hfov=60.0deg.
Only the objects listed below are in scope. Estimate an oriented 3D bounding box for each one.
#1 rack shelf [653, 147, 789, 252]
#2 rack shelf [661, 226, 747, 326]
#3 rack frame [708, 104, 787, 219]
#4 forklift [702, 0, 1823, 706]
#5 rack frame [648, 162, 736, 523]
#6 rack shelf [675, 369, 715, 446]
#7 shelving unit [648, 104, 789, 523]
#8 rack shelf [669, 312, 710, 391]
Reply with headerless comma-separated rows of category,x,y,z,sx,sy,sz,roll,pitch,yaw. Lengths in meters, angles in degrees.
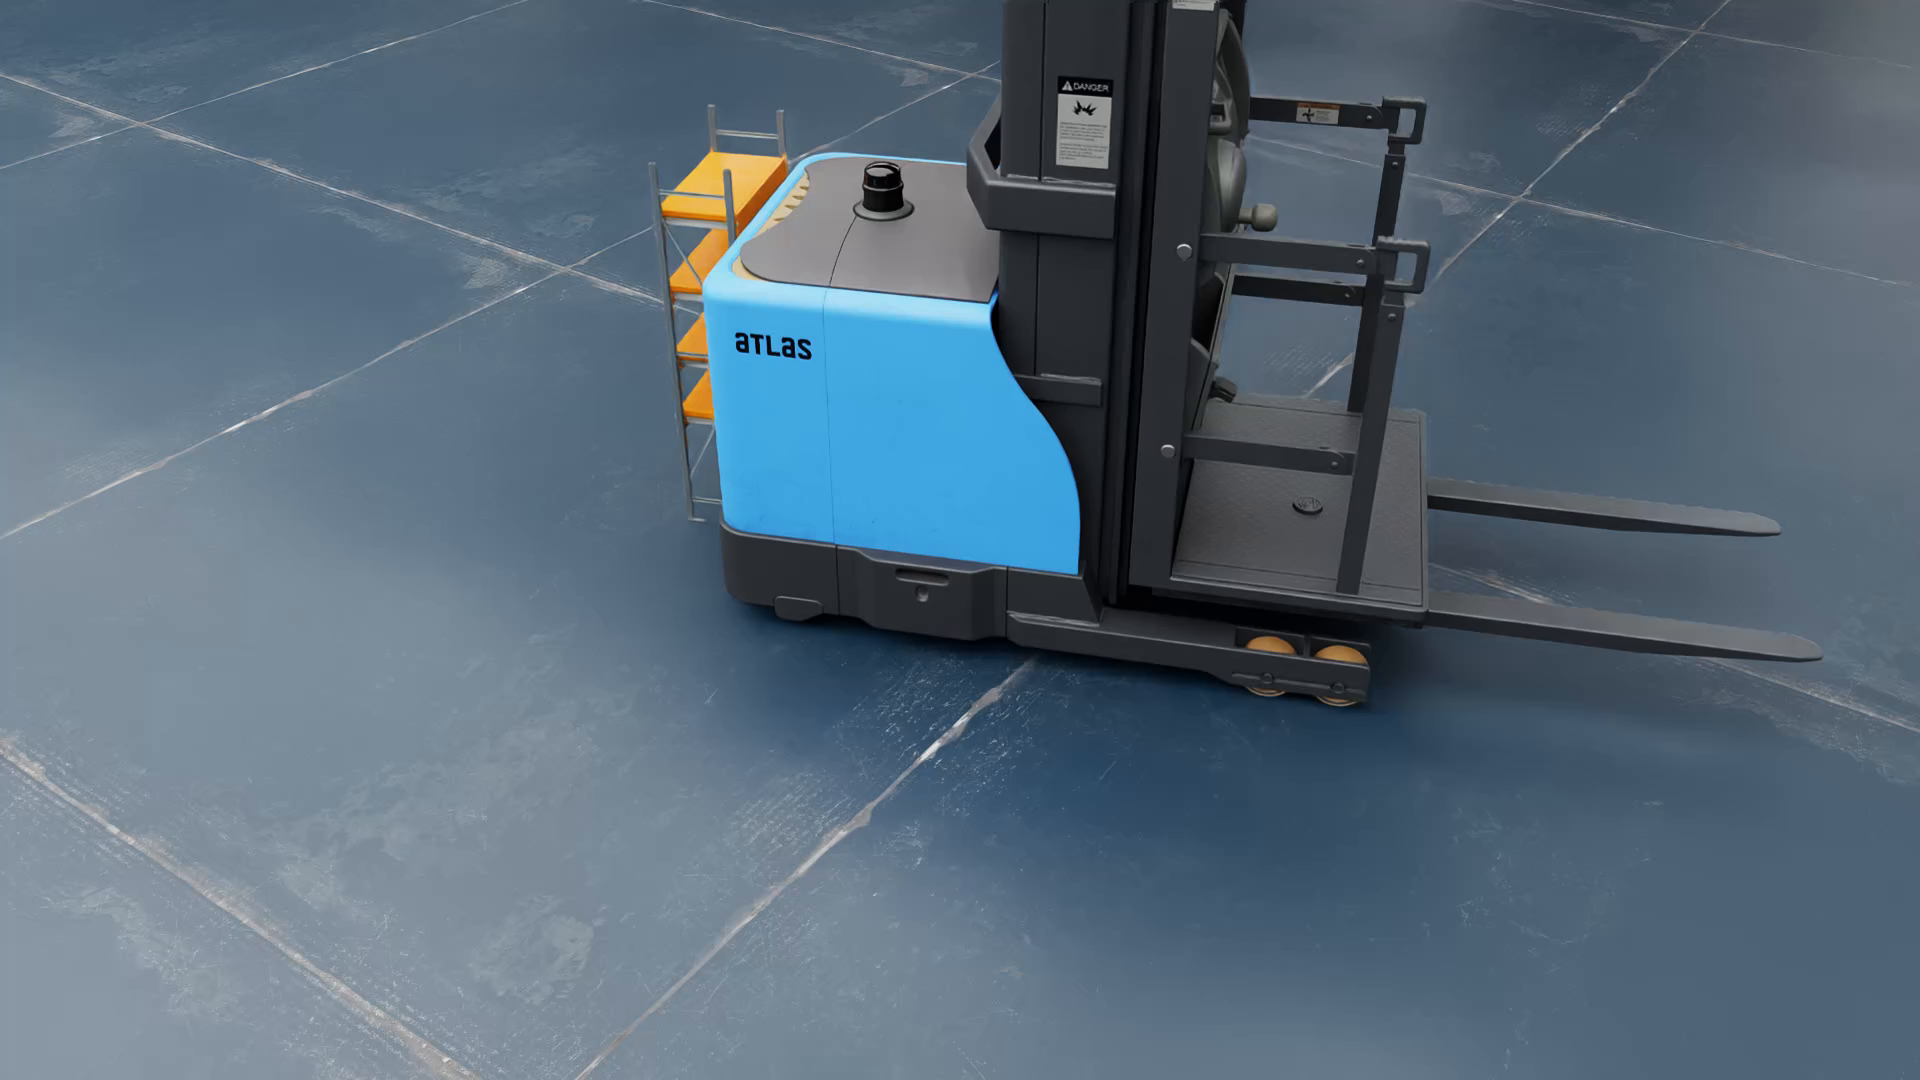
rack shelf,-0.703,-1.007,4.966,0.258,0.148,0.480,7,35,10
rack shelf,-0.703,-0.811,5.098,0.258,0.148,0.480,7,35,10
rack frame,-0.650,-0.814,5.383,0.240,1.200,0.015,7,35,10
forklift,0.876,-1.084,4.237,3.031,2.935,1.130,7,35,10
rack frame,-0.756,-0.548,4.989,0.240,1.200,0.015,7,35,10
rack shelf,-0.703,-0.461,5.335,0.258,0.148,0.480,7,35,10
shelving unit,-0.703,-0.681,5.186,0.258,1.200,0.503,7,35,10
rack shelf,-0.703,-0.625,5.223,0.258,0.148,0.480,7,35,10
